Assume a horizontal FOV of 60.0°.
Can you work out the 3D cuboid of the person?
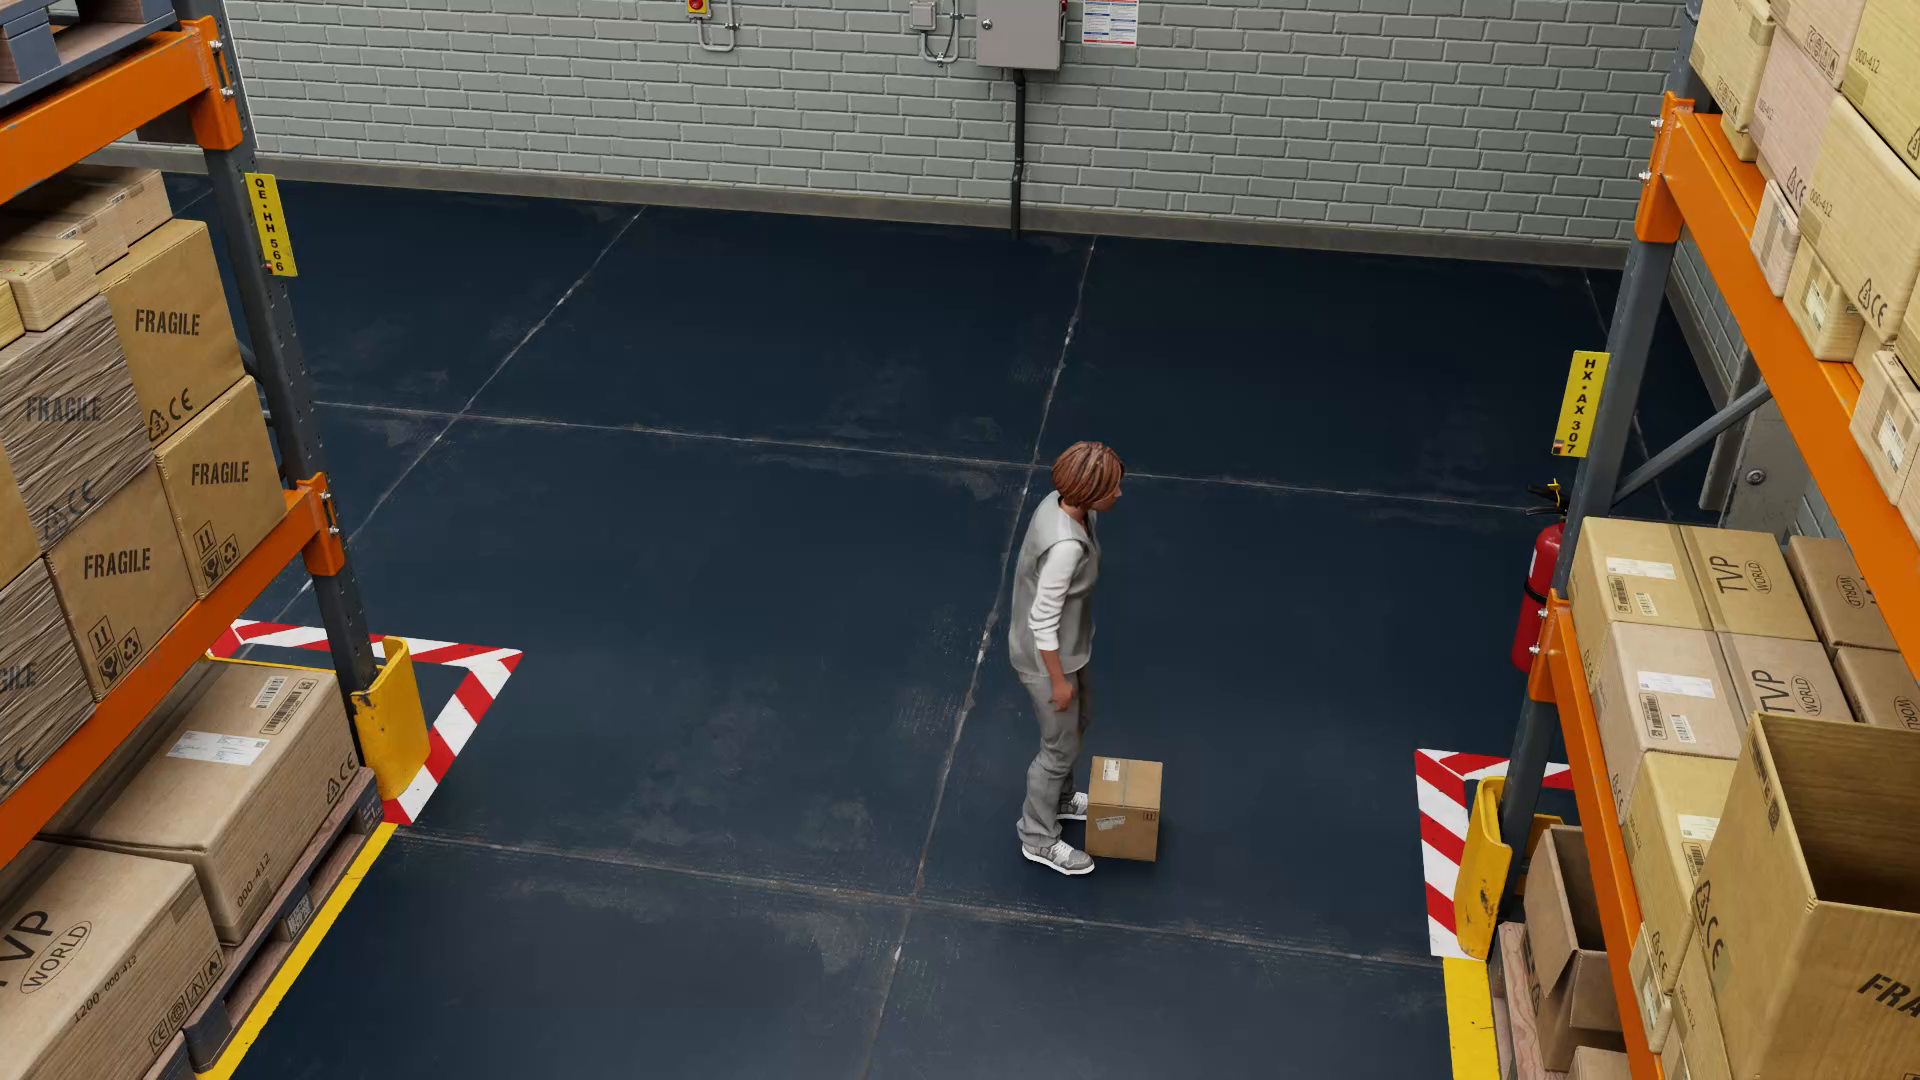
[{"bbox_3d":[0.349,0.376,5.566,0.369,1.593,0.459,5,33,8],"label":"person"}]
